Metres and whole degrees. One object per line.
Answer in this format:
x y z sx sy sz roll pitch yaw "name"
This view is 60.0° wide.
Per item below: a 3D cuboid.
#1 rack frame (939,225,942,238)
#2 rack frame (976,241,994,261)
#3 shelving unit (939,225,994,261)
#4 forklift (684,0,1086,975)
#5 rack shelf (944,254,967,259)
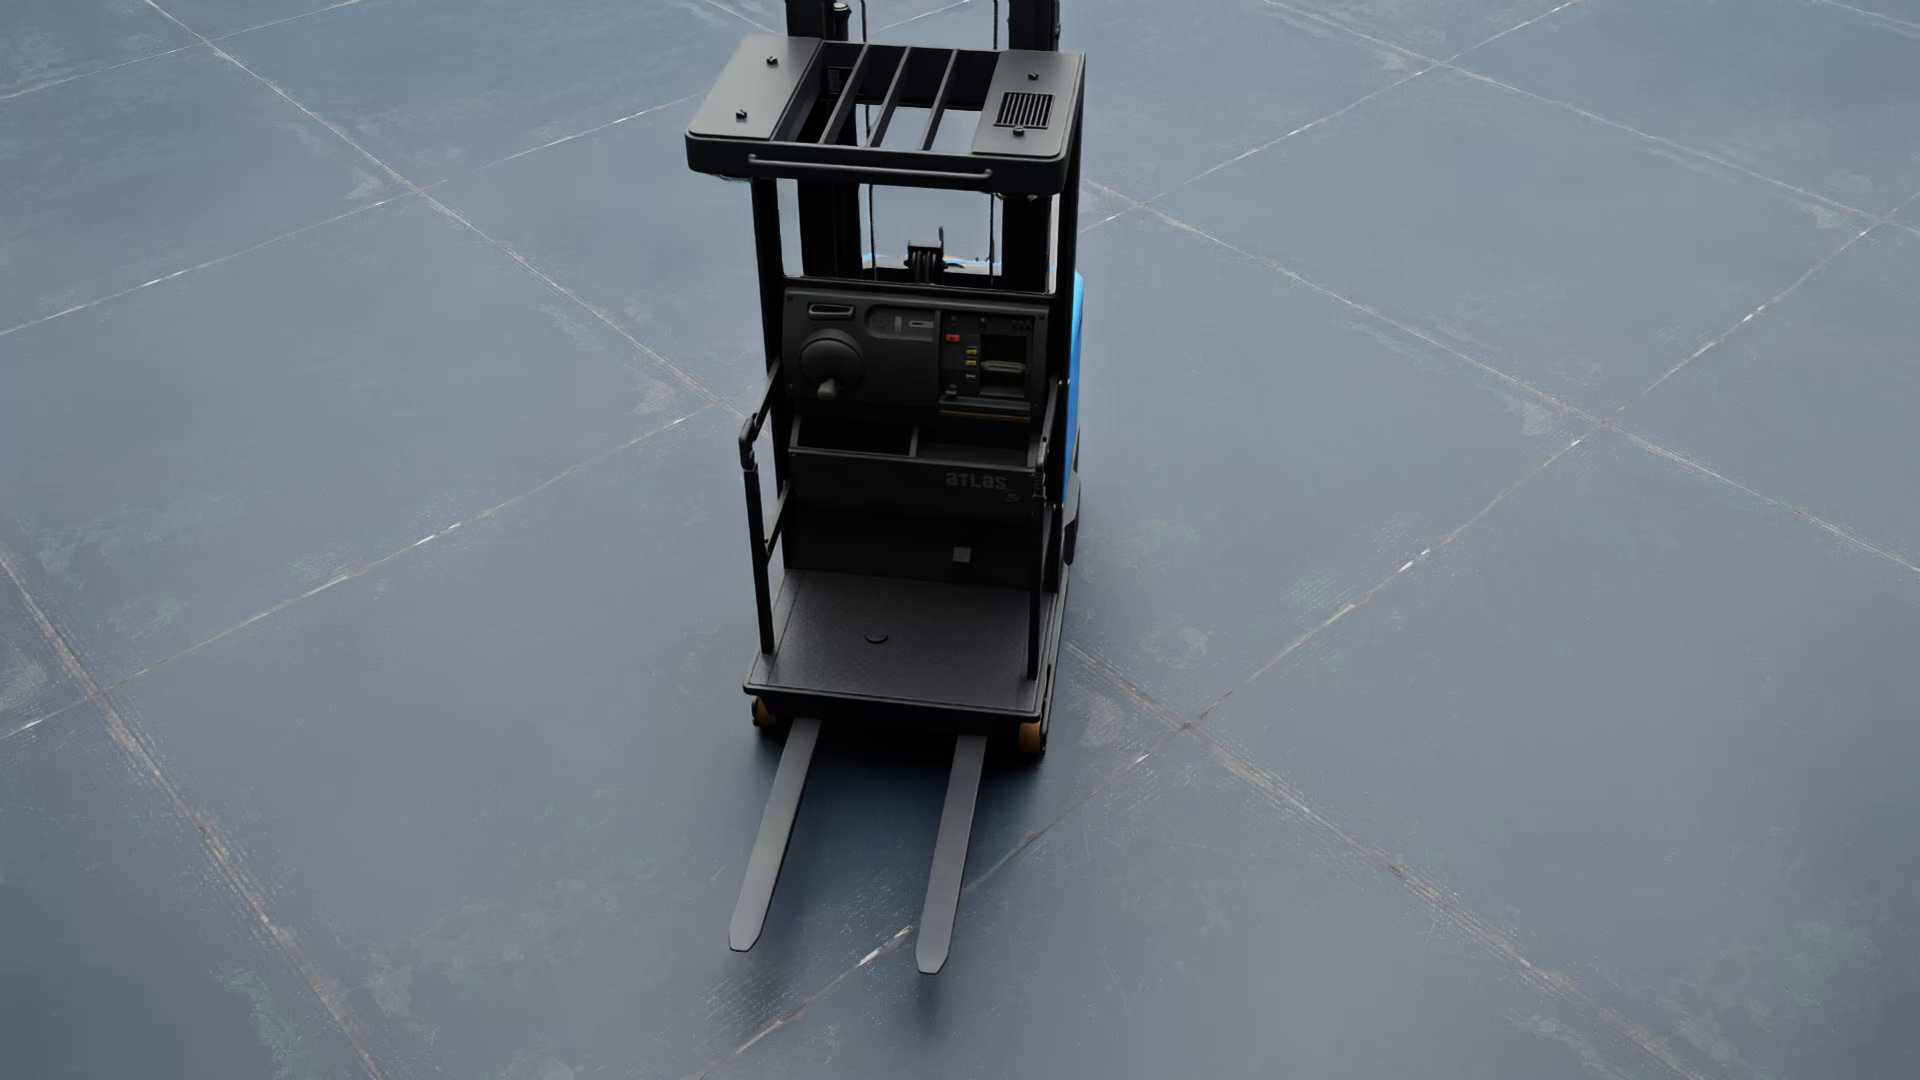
-0.119 -0.914 7.546 0.008 1.050 0.200 14 41 17 "rack frame"
0.107 -0.856 7.475 0.008 1.050 0.200 14 41 17 "rack frame"
-0.006 -0.885 7.510 0.252 1.050 0.215 14 41 17 "shelving unit"
-0.187 -0.577 5.632 1.130 2.935 3.031 5 39 6 "forklift"
-0.006 -1.098 7.339 0.240 0.259 0.215 14 41 17 "rack shelf"
